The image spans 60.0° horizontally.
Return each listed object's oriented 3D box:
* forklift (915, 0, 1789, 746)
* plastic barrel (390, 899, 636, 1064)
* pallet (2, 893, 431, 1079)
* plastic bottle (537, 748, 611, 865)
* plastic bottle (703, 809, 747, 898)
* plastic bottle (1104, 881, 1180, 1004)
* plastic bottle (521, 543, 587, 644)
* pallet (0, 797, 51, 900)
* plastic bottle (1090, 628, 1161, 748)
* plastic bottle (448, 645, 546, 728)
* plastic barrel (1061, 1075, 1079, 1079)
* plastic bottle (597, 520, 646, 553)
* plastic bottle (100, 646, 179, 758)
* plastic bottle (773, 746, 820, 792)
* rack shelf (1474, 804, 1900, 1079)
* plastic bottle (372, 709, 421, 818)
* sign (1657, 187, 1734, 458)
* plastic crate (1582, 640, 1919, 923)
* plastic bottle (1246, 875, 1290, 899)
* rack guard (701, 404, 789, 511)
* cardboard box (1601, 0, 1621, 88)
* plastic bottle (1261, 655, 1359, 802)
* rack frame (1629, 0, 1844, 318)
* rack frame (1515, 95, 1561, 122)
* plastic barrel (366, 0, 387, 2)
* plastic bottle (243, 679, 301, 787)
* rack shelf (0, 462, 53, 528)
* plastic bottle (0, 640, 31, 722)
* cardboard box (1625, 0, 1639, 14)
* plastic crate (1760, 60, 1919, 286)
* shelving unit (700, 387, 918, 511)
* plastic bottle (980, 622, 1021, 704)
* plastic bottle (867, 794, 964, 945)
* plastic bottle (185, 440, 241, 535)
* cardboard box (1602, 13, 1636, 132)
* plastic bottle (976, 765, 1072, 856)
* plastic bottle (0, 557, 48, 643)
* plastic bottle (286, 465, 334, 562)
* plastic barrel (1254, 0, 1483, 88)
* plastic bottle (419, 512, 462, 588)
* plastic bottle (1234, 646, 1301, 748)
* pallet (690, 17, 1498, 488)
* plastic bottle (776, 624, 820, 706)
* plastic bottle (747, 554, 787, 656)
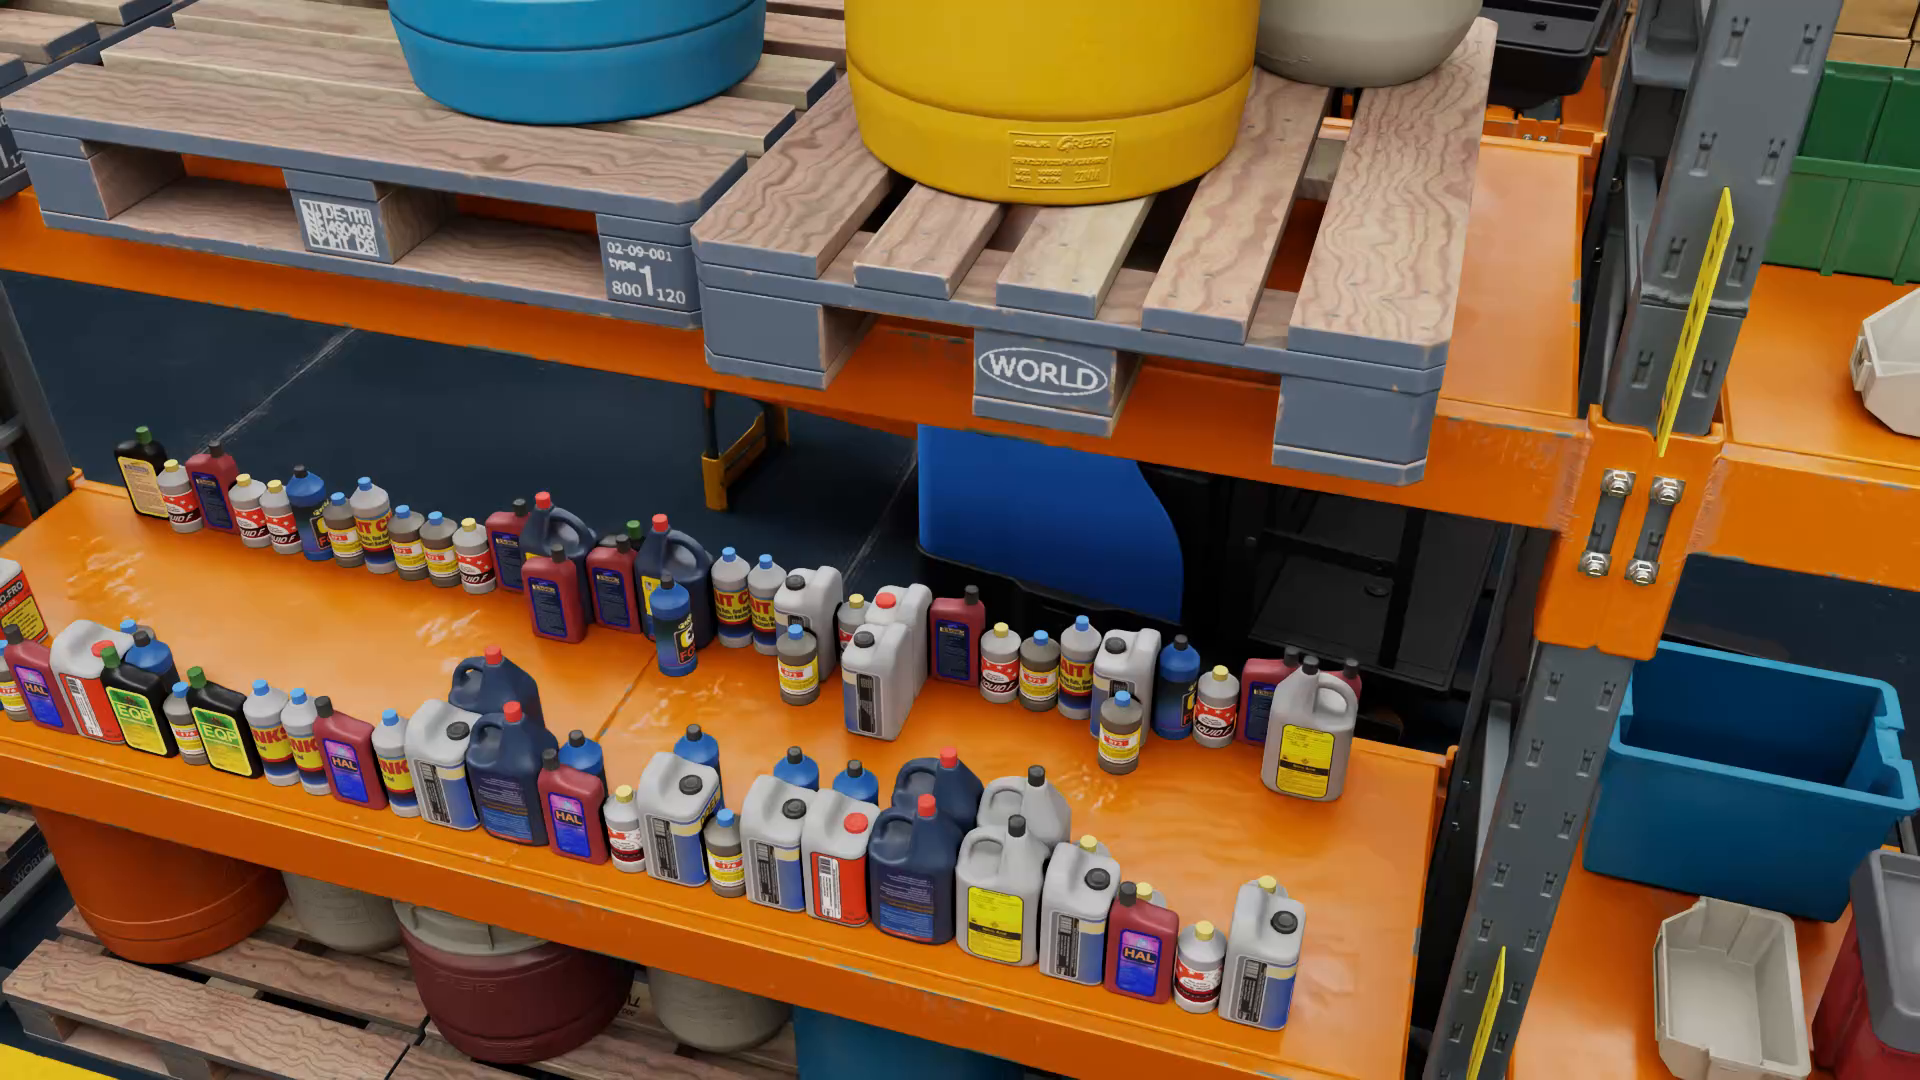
[{"bbox_3d":[1.394,-0.802,5.367,3.031,2.935,1.130,15,39,20],"label":"forklift"},{"bbox_3d":[-1.205,1.011,4.526,0.708,0.588,0.600,10,38,14],"label":"plastic barrel"},{"bbox_3d":[-1.990,1.171,4.981,1.213,0.211,1.003,10,38,14],"label":"pallet"},{"bbox_3d":[-0.824,0.566,3.549,0.133,0.283,0.061,10,38,14],"label":"plastic bottle"},{"bbox_3d":[-0.487,0.650,3.504,0.097,0.201,0.097,0,36,0],"label":"plastic bottle"},{"bbox_3d":[0.356,0.784,3.252,0.133,0.283,0.061,10,38,14],"label":"plastic bottle"},{"bbox_3d":[-1.017,0.126,4.147,0.133,0.283,0.061,10,38,14],"label":"plastic bottle"},{"bbox_3d":[-3.483,0.896,5.354,1.213,0.211,1.003,10,38,14],"label":"pallet"},{"bbox_3d":[0.386,0.327,3.880,0.135,0.276,0.152,10,38,14],"label":"plastic bottle"},{"bbox_3d":[-1.046,0.377,3.749,0.185,0.351,0.144,10,38,14],"label":"plastic bottle"},{"bbox_3d":[0.549,1.209,3.992,0.708,0.901,0.600,10,38,14],"label":"plastic barrel"},{"bbox_3d":[-0.847,0.068,4.226,0.133,0.283,0.061,10,38,14],"label":"plastic bottle"},{"bbox_3d":[-1.882,0.370,3.815,0.133,0.283,0.061,10,38,14],"label":"plastic bottle"},{"bbox_3d":[-0.348,0.553,3.577,0.097,0.271,0.097,0,36,0],"label":"plastic bottle"},{"bbox_3d":[2.972,1.282,3.084,4.000,0.370,1.077,10,38,14],"label":"rack shelf"},{"bbox_3d":[-1.233,0.483,3.671,0.097,0.271,0.097,0,36,0],"label":"plastic bottle"},{"bbox_3d":[0.898,-0.262,2.037,0.005,0.325,0.100,10,38,14],"label":"sign"},{"bbox_3d":[1.611,0.511,3.488,0.575,0.384,0.392,10,38,14],"label":"plastic crate"},{"bbox_3d":[0.610,0.759,3.356,0.097,0.201,0.097,0,36,0],"label":"plastic bottle"},{"bbox_3d":[-0.904,-0.385,7.062,0.087,0.250,0.587,15,39,20],"label":"rack guard"},{"bbox_3d":[3.098,-2.260,7.206,0.500,0.500,0.500,11,38,15],"label":"cardboard box"},{"bbox_3d":[0.785,0.406,3.709,0.185,0.351,0.144,10,38,14],"label":"plastic bottle"},{"bbox_3d":[1.063,-1.777,1.573,0.127,3.000,1.000,10,38,14],"label":"rack frame"},{"bbox_3d":[2.544,-2.163,7.158,0.127,3.000,1.000,10,38,14],"label":"rack frame"},{"bbox_3d":[-1.017,-1.272,2.948,0.433,0.535,0.433,0,36,0],"label":"plastic barrel"},{"bbox_3d":[-1.546,0.425,3.750,0.097,0.271,0.097,0,36,0],"label":"plastic bottle"},{"bbox_3d":[-4.664,-0.132,5.005,4.000,0.370,1.077,10,38,14],"label":"rack shelf"},{"bbox_3d":[-2.243,0.325,3.946,0.097,0.201,0.097,0,36,0],"label":"plastic bottle"},{"bbox_3d":[2.910,-2.363,6.503,0.500,0.500,0.500,11,38,15],"label":"cardboard box"},{"bbox_3d":[1.558,-0.580,2.655,0.662,0.188,0.450,10,38,14],"label":"plastic crate"},{"bbox_3d":[-0.451,-0.765,6.525,1.083,1.500,0.587,15,39,20],"label":"shelving unit"},{"bbox_3d":[0.098,0.287,3.998,0.097,0.201,0.097,0,36,0],"label":"plastic bottle"},{"bbox_3d":[-0.088,0.649,3.379,0.185,0.351,0.144,10,38,14],"label":"plastic bottle"},{"bbox_3d":[-2.021,-0.150,4.522,0.133,0.283,0.061,10,38,14],"label":"plastic bottle"},{"bbox_3d":[2.949,-1.959,6.796,0.500,0.500,0.500,11,38,15],"label":"cardboard box"},{"bbox_3d":[0.131,0.600,3.446,0.185,0.351,0.144,10,38,14],"label":"plastic bottle"},{"bbox_3d":[-2.393,0.155,4.113,0.135,0.276,0.152,10,38,14],"label":"plastic bottle"},{"bbox_3d":[-1.731,-0.080,4.437,0.097,0.271,0.097,0,36,0],"label":"plastic bottle"},{"bbox_3d":[0.636,-1.028,2.616,0.433,0.535,0.433,0,36,0],"label":"plastic barrel"},{"bbox_3d":[-1.359,0.017,4.364,0.097,0.201,0.097,0,36,0],"label":"plastic bottle"},{"bbox_3d":[0.713,0.356,3.834,0.133,0.283,0.061,10,38,14],"label":"plastic bottle"},{"bbox_3d":[0.286,-0.576,2.631,1.003,0.211,1.213,10,38,14],"label":"pallet"},{"bbox_3d":[-0.389,0.291,3.992,0.097,0.201,0.097,0,36,0],"label":"plastic bottle"},{"bbox_3d":[-0.473,0.153,4.120,0.097,0.271,0.097,0,36,0],"label":"plastic bottle"}]
